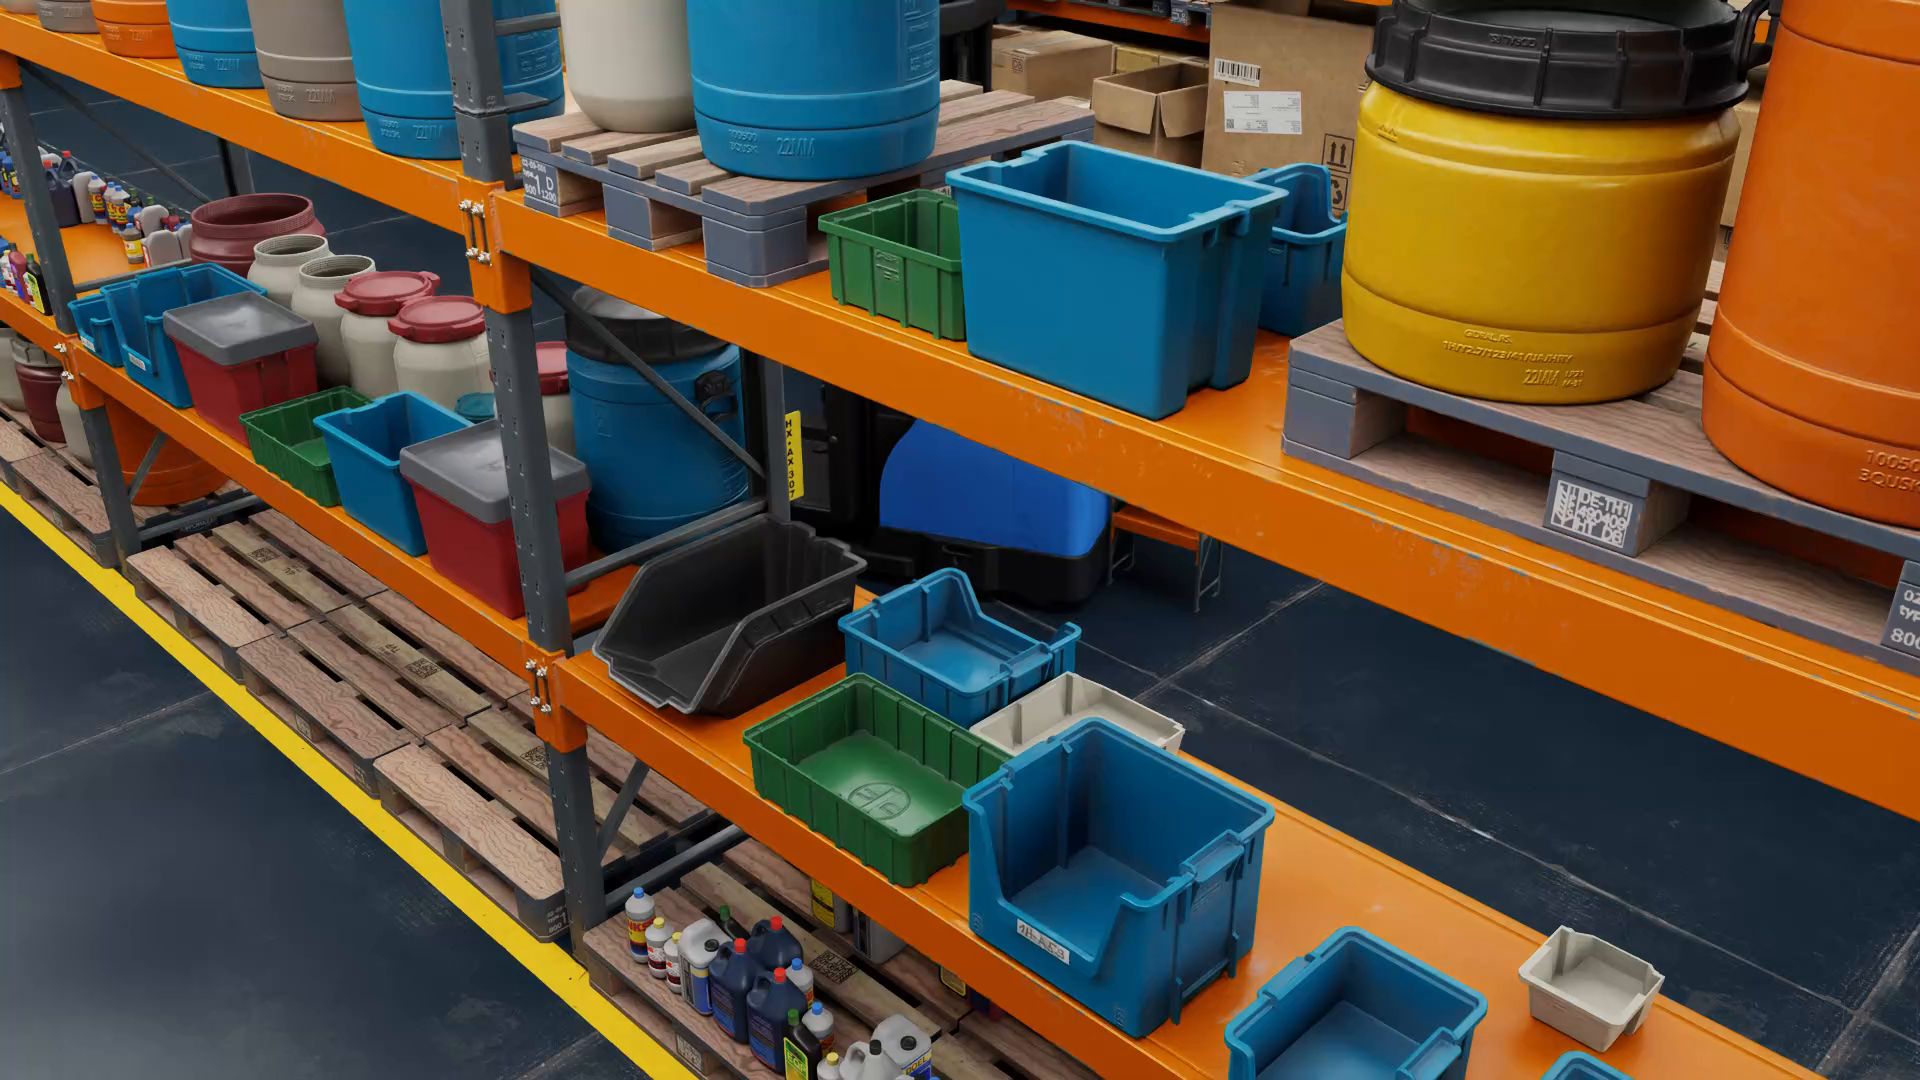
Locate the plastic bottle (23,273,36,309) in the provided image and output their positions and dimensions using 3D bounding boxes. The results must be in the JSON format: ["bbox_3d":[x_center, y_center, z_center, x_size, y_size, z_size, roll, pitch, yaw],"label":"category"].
[{"bbox_3d":[-4.492,-1.237,8.092,0.097,0.201,0.097,0,28,0],"label":"plastic bottle"}]

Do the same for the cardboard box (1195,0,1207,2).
[{"bbox_3d":[2.154,-4.796,14.466,0.380,0.149,0.250,-25,36,-38],"label":"cardboard box"}]

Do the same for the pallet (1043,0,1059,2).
[{"bbox_3d":[0.778,-5.470,16.136,1.213,0.211,1.003,25,36,38],"label":"pallet"}]

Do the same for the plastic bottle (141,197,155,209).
[{"bbox_3d":[-4.310,-1.697,8.880,0.133,0.283,0.061,25,36,38],"label":"plastic bottle"}]

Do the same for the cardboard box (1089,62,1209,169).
[{"bbox_3d":[1.189,-2.396,9.521,0.797,0.503,0.637,-21,34,-34],"label":"cardboard box"}]

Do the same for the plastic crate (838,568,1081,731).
[{"bbox_3d":[-0.003,0.351,5.018,0.616,0.251,0.499,25,36,38],"label":"plastic crate"}]

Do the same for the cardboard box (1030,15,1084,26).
[{"bbox_3d":[1.043,-5.105,16.664,0.500,0.250,0.500,23,36,37],"label":"cardboard box"}]

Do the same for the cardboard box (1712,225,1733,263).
[{"bbox_3d":[3.527,-1.333,7.635,0.500,0.500,0.875,25,36,38],"label":"cardboard box"}]

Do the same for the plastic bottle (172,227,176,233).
[{"bbox_3d":[-4.050,-1.530,8.650,0.097,0.201,0.097,0,28,0],"label":"plastic bottle"}]

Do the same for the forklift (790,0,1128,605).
[{"bbox_3d":[-0.650,-1.389,8.243,3.031,2.935,1.130,10,29,17],"label":"forklift"}]

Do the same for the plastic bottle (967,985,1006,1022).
[{"bbox_3d":[0.085,1.395,5.321,0.133,0.283,0.061,25,36,38],"label":"plastic bottle"}]

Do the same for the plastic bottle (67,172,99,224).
[{"bbox_3d":[-4.906,-1.937,9.343,0.135,0.276,0.152,25,36,38],"label":"plastic bottle"}]

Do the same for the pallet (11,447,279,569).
[{"bbox_3d":[-4.426,-0.300,9.093,1.213,0.211,1.003,25,36,38],"label":"pallet"}]

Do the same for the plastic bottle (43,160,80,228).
[{"bbox_3d":[-5.027,-1.929,9.248,0.185,0.351,0.144,25,36,38],"label":"plastic bottle"}]

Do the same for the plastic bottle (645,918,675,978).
[{"bbox_3d":[-0.990,1.341,5.511,0.097,0.201,0.097,0,28,0],"label":"plastic bottle"}]

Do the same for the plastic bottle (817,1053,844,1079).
[{"bbox_3d":[-0.378,1.621,4.978,0.097,0.201,0.097,0,28,0],"label":"plastic bottle"}]

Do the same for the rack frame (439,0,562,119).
[{"bbox_3d":[-0.982,-2.641,4.103,0.127,3.000,1.000,25,36,38],"label":"rack frame"}]

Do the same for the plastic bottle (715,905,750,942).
[{"bbox_3d":[-0.739,1.333,5.439,0.133,0.283,0.061,25,36,38],"label":"plastic bottle"}]

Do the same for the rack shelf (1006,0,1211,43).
[{"bbox_3d":[1.761,-4.881,15.584,4.000,0.370,1.077,25,36,38],"label":"rack shelf"}]

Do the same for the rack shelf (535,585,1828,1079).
[{"bbox_3d":[0.444,0.986,4.426,4.000,0.370,1.077,25,36,38],"label":"rack shelf"}]

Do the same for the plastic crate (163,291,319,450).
[{"bbox_3d":[-2.897,-0.690,6.771,0.583,0.464,0.402,25,36,38],"label":"plastic crate"}]

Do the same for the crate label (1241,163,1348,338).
[{"bbox_3d":[0.767,-0.662,3.724,0.408,0.251,0.502,25,36,38],"label":"crate label"}]

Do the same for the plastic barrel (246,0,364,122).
[{"bbox_3d":[-1.964,-1.842,5.269,0.600,0.901,0.600,0,28,0],"label":"plastic barrel"}]

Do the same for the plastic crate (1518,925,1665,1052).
[{"bbox_3d":[1.457,1.038,3.837,0.250,0.136,0.298,25,36,38],"label":"plastic crate"}]

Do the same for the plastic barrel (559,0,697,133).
[{"bbox_3d":[-0.813,-1.343,4.286,0.421,0.512,0.421,0,28,0],"label":"plastic barrel"}]

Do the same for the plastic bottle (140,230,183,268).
[{"bbox_3d":[-4.023,-1.434,8.387,0.135,0.276,0.152,25,36,38],"label":"plastic bottle"}]

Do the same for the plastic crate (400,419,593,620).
[{"bbox_3d":[-1.542,-0.070,5.592,0.583,0.464,0.402,25,36,38],"label":"plastic crate"}]

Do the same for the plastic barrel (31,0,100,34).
[{"bbox_3d":[-3.401,-2.500,6.520,0.600,0.901,0.600,0,28,0],"label":"plastic barrel"}]

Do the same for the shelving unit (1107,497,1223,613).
[{"bbox_3d":[1.010,-0.287,8.007,0.503,1.200,0.258,18,33,31],"label":"shelving unit"}]

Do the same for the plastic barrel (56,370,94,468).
[{"bbox_3d":[-4.661,-0.684,9.049,0.421,0.512,0.421,0,28,0],"label":"plastic barrel"}]

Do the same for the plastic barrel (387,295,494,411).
[{"bbox_3d":[-2.034,-0.670,6.655,0.433,0.535,0.433,0,28,0],"label":"plastic barrel"}]

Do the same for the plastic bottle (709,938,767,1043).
[{"bbox_3d":[-0.698,1.393,5.250,0.144,0.351,0.185,-24,36,-38],"label":"plastic bottle"}]

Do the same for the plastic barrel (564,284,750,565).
[{"bbox_3d":[-1.046,-0.434,5.813,0.708,0.901,0.600,25,36,38],"label":"plastic barrel"}]

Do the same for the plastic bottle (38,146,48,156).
[{"bbox_3d":[-5.463,-2.192,9.829,0.135,0.276,0.152,25,36,38],"label":"plastic bottle"}]

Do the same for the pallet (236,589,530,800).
[{"bbox_3d":[-2.444,0.607,7.368,1.213,0.211,1.003,25,36,38],"label":"pallet"}]

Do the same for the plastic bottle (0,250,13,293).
[{"bbox_3d":[-4.726,-1.344,8.296,0.097,0.201,0.097,0,28,0],"label":"plastic bottle"}]

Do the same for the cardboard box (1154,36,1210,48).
[{"bbox_3d":[2.160,-4.595,15.695,0.500,0.250,0.500,25,37,39],"label":"cardboard box"}]

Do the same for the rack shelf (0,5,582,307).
[{"bbox_3d":[-2.409,-1.647,6.210,4.000,0.370,1.077,25,36,38],"label":"rack shelf"}]

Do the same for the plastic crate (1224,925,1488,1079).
[{"bbox_3d":[0.844,1.108,3.580,0.408,0.251,0.499,25,36,38],"label":"plastic crate"}]

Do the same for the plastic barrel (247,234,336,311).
[{"bbox_3d":[-2.951,-1.075,7.452,0.421,0.512,0.421,0,28,0],"label":"plastic barrel"}]

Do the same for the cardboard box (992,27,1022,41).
[{"bbox_3d":[0.051,-3.001,10.676,0.500,0.500,0.500,20,33,33],"label":"cardboard box"}]

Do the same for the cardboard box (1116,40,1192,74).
[{"bbox_3d":[1.797,-4.427,15.375,0.500,0.250,0.500,-24,36,-38],"label":"cardboard box"}]

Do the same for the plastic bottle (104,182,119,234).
[{"bbox_3d":[-4.639,-1.831,9.147,0.097,0.271,0.097,0,28,0],"label":"plastic bottle"}]

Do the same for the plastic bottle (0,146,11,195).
[{"bbox_3d":[-5.633,-2.186,9.823,0.097,0.271,0.097,0,28,0],"label":"plastic bottle"}]

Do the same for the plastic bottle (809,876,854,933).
[{"bbox_3d":[-0.422,1.155,5.705,0.185,0.351,0.144,25,36,38],"label":"plastic bottle"}]

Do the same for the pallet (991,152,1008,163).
[{"bbox_3d":[0.221,-2.652,10.777,1.003,0.211,1.213,25,36,38],"label":"pallet"}]

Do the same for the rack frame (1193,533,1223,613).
[{"bbox_3d":[1.209,-0.222,7.883,0.015,1.200,0.240,18,33,31],"label":"rack frame"}]

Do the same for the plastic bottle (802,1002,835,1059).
[{"bbox_3d":[-0.432,1.526,5.084,0.097,0.271,0.097,0,28,0],"label":"plastic bottle"}]

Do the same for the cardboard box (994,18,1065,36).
[{"bbox_3d":[0.677,-4.935,16.341,0.500,0.250,0.500,23,35,36],"label":"cardboard box"}]

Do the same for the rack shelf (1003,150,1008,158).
[{"bbox_3d":[1.064,-1.963,10.034,4.000,0.370,1.077,25,36,38],"label":"rack shelf"}]
